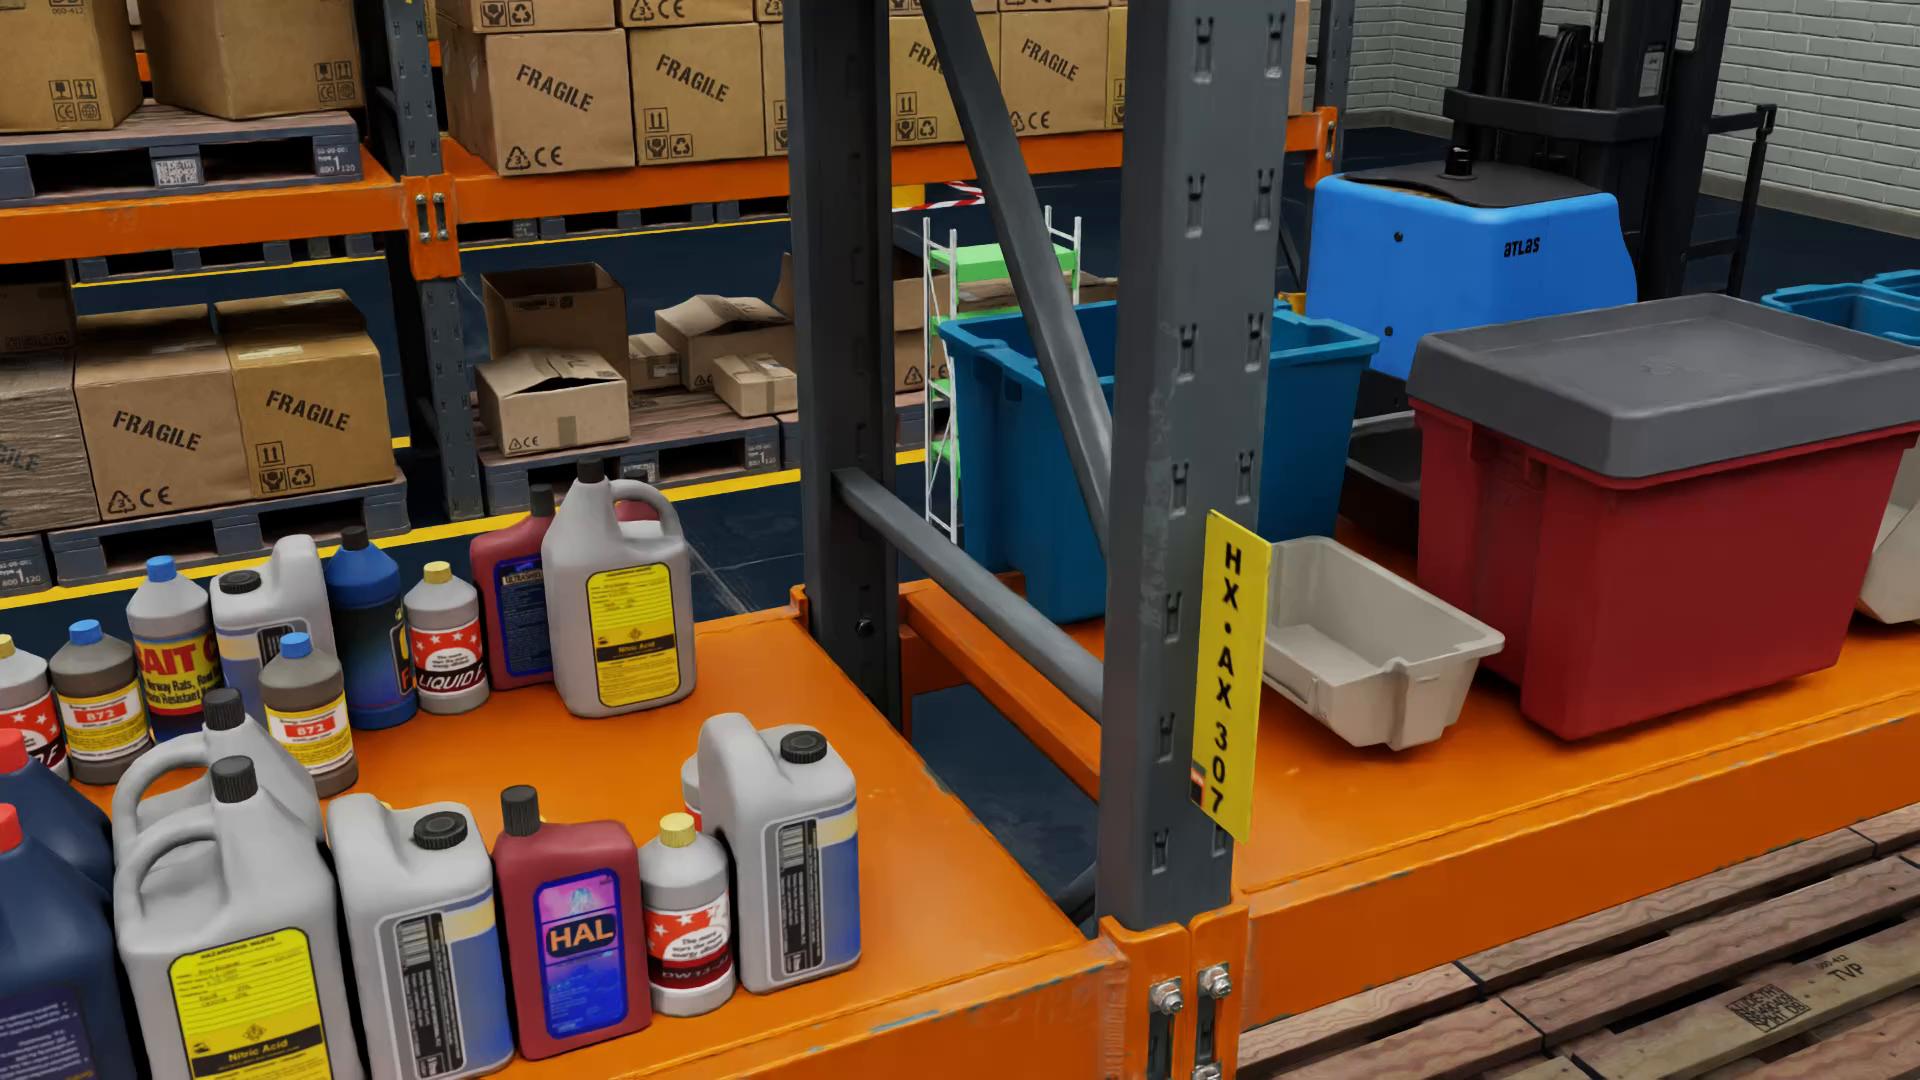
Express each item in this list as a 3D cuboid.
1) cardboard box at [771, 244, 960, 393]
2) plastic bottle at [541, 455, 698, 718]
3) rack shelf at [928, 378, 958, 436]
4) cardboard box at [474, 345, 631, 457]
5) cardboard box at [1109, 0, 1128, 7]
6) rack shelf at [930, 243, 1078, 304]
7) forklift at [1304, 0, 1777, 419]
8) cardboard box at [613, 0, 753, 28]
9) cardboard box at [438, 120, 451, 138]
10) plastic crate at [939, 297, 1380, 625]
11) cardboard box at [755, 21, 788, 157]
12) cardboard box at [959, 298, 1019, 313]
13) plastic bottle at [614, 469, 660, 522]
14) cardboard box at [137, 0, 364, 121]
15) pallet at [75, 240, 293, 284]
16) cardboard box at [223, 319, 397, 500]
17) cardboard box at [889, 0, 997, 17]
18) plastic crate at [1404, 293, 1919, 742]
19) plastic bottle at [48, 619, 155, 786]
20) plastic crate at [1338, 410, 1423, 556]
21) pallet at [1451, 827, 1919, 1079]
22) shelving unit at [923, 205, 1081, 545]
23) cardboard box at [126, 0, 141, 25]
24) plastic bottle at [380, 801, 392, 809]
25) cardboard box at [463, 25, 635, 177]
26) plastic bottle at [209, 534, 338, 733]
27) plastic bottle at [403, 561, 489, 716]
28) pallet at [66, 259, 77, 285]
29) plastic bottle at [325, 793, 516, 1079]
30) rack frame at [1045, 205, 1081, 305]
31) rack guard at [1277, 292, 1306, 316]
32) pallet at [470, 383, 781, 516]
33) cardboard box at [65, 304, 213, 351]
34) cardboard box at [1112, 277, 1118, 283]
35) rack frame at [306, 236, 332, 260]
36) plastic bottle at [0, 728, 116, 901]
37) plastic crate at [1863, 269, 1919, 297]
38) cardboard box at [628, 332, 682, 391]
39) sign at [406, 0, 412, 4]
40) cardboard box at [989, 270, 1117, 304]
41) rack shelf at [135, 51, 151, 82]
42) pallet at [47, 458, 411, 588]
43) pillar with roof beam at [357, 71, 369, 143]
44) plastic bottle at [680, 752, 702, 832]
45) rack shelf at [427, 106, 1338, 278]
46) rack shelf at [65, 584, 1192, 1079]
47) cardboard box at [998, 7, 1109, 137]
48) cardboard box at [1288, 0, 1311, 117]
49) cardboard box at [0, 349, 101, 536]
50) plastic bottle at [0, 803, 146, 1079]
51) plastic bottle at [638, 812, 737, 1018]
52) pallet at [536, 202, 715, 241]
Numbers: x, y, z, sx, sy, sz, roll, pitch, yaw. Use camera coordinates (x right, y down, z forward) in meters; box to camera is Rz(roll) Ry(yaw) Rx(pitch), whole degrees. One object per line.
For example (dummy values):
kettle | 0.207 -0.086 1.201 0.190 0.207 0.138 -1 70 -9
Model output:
cardboard box | -0.427 -0.996 7.422 0.637 0.503 0.797 -10 25 -24
plastic bottle | -0.467 0.051 2.269 0.185 0.351 0.144 -10 25 -24
rack shelf | 0.149 -0.523 6.111 0.480 0.148 0.258 -10 25 -24
cardboard box | -1.646 -0.589 6.690 0.500 0.311 0.500 -10 25 -24
cardboard box | 0.749 -2.552 7.054 0.500 0.500 0.500 -10 24 -22
rack shelf | 0.149 -0.966 5.928 0.480 0.148 0.258 -10 25 -24
forklift | 3.061 -2.115 7.527 3.031 2.935 1.130 -14 26 -30
cardboard box | -1.107 -2.208 6.223 0.500 0.500 0.500 -11 25 -25
cardboard box | -3.552 -2.467 11.007 0.500 0.500 0.700 -10 25 -23
plastic crate | 0.300 -0.140 2.609 0.575 0.384 0.392 -10 25 -24
cardboard box | -0.629 -1.838 6.637 0.500 0.500 0.500 -11 25 -24
cardboard box | 0.234 -0.907 7.538 0.500 0.250 0.500 -10 25 -24
plastic bottle | -0.489 0.043 2.377 0.133 0.283 0.061 -10 25 -24
cardboard box | -2.642 -1.871 6.169 0.700 0.500 0.500 21 30 41
pallet | -4.932 -1.897 10.556 1.213 0.211 1.003 -10 25 -24
cardboard box | -2.438 -0.500 6.230 0.500 0.500 0.500 -11 25 -24
cardboard box | -0.178 -2.379 6.637 0.500 0.500 0.500 -10 24 -22
plastic crate | 0.940 -0.044 2.272 0.583 0.464 0.402 -10 25 -24
plastic bottle | -1.089 0.199 2.107 0.097 0.201 0.097 0 22 0
plastic crate | 0.919 -0.104 2.860 0.590 0.125 0.437 -10 25 -24
pallet | 1.773 1.024 3.499 1.213 0.211 1.003 -10 25 -24
shelving unit | 0.149 -0.582 6.087 0.503 1.200 0.258 -10 25 -24
cardboard box | -5.032 -3.280 9.707 0.500 0.500 0.500 -10 25 -23
plastic bottle | -0.588 0.364 1.707 0.097 0.201 0.097 0 22 0
cardboard box | -1.541 -1.669 6.230 0.500 0.500 0.500 -10 24 -22
plastic bottle | -0.885 0.139 2.155 0.135 0.276 0.152 -10 25 -24
plastic bottle | -0.705 0.128 2.278 0.097 0.201 0.097 0 22 0
pallet | -6.033 -1.693 10.064 1.213 0.211 1.003 -10 25 -24
plastic bottle | -0.517 0.370 1.597 0.135 0.276 0.152 -10 25 -24
rack frame | 0.369 -0.622 6.185 0.015 1.200 0.240 -10 25 -24
rack guard | 1.418 -1.128 8.323 0.348 0.500 1.175 -10 25 -24
pallet | -1.499 -0.458 7.080 1.213 0.211 1.003 -10 25 -24
cardboard box | -3.135 -0.592 6.452 0.500 0.500 0.500 -10 25 -23
cardboard box | 0.960 -1.231 8.454 0.250 0.149 0.380 -10 25 -24
rack frame | -4.270 -3.339 10.395 0.127 3.000 1.000 -10 25 -24
plastic bottle | -0.889 0.344 1.561 0.185 0.351 0.144 -10 25 -24
plastic crate | 2.079 -0.393 3.418 0.300 0.233 0.416 -10 25 -24
cardboard box | -1.416 -0.794 7.398 0.250 0.149 0.380 -10 25 -24
sign | -1.874 -1.977 5.590 0.005 0.325 0.100 -10 25 -24
cardboard box | 0.423 -1.153 8.135 0.500 0.250 0.500 -10 25 -24
rack shelf | -6.072 -2.675 9.731 4.000 0.370 1.077 -10 25 -24
pallet | -2.835 -0.196 6.448 1.213 0.211 1.003 -10 25 -24
pillar with roof beam | -2.147 -5.042 6.664 0.400 9.000 9.100 -10 25 -24
plastic bottle | -0.259 0.304 1.854 0.097 0.201 0.097 0 22 0
rack shelf | -0.316 -1.632 7.211 4.000 0.370 1.077 -10 25 -24
rack shelf | -1.775 0.739 1.483 4.000 0.370 1.077 -10 25 -24
cardboard box | 0.283 -2.006 7.043 0.500 0.500 0.500 -10 25 -23
cardboard box | 1.201 -2.174 7.450 0.500 0.500 0.500 -10 24 -22
cardboard box | -3.340 -0.338 5.838 0.500 0.500 0.500 -10 25 -23
plastic bottle | -0.826 0.394 1.441 0.185 0.351 0.144 -10 25 -24
plastic bottle | -0.281 0.372 1.688 0.097 0.201 0.097 0 22 0
pallet | -2.450 -2.354 11.660 1.213 0.211 1.003 -10 25 -24
